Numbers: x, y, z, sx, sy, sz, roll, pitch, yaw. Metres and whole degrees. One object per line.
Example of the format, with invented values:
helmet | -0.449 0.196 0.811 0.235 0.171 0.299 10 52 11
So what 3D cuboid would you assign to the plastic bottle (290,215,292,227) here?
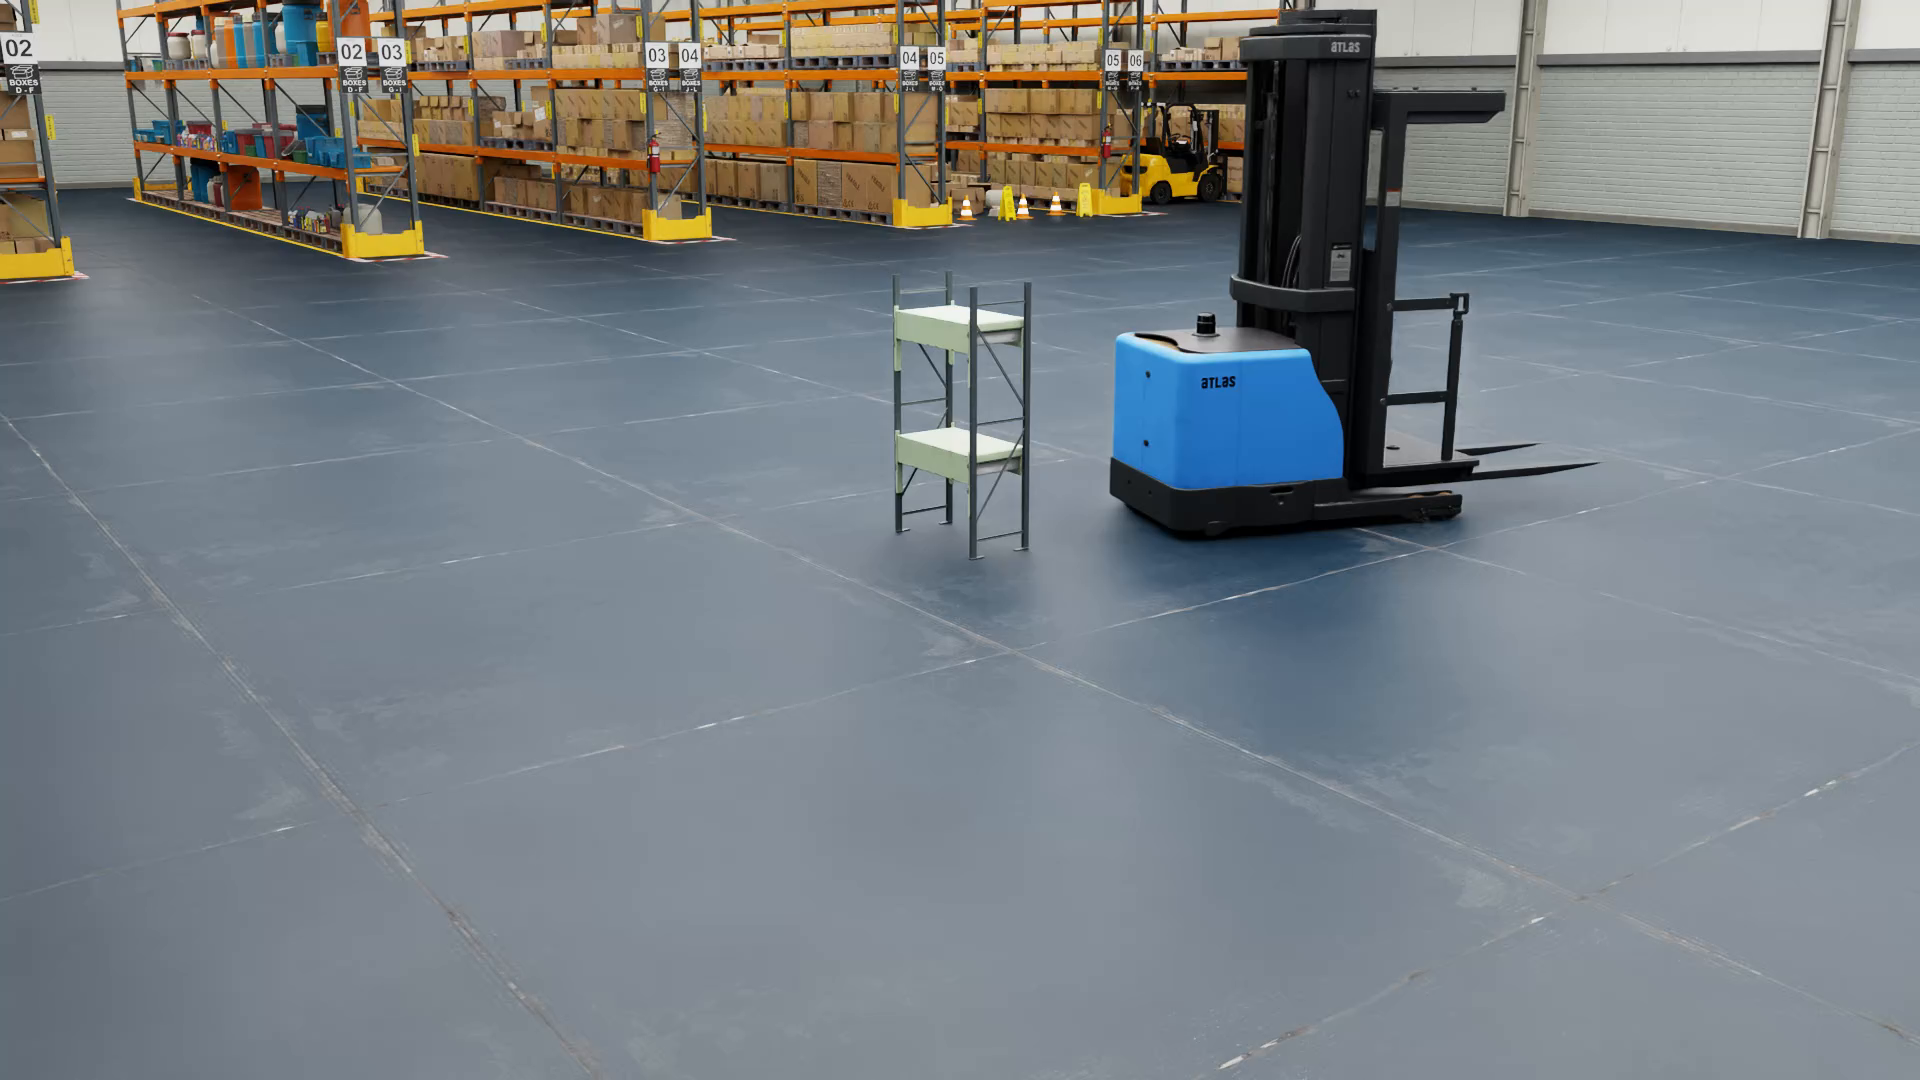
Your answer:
plastic bottle | -11.245 -5.384 28.034 0.097 0.201 0.097 0 15 0

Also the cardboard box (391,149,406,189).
cardboard box | -12.687 -8.680 38.837 0.875 0.875 0.875 -11 19 -35

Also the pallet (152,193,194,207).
pallet | -17.026 -7.455 36.413 1.003 0.211 1.213 -11 19 -35

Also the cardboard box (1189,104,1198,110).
cardboard box | 5.472 -9.931 38.198 0.380 0.149 0.250 -11 19 -35

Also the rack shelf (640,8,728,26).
rack shelf | -6.587 -11.832 37.879 1.077 0.370 4.000 -11 19 -35

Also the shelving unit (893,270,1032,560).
shelving unit | 0.004 -0.722 9.373 0.431 1.500 0.755 -11 19 -35

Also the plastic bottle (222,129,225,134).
plastic bottle | -15.036 -8.219 34.015 0.144 0.351 0.185 -11 19 -35

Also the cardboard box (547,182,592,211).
cardboard box | -7.474 -6.589 31.871 0.700 0.500 0.500 -13 20 -39

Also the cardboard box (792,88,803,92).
cardboard box | -4.257 -11.555 42.798 0.380 0.149 0.250 -11 19 -36

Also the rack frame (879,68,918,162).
rack frame | -1.467 -9.841 39.849 1.000 3.000 0.127 -11 19 -35

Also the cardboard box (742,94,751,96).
cardboard box | -5.500 -11.715 44.613 0.500 0.500 0.500 -11 19 -35

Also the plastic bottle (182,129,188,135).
plastic bottle | -15.872 -8.230 34.057 0.144 0.351 0.185 -11 19 -35

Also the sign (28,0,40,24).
sign | -12.342 -7.049 22.160 0.100 0.325 0.005 -11 19 -35

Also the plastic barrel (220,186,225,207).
plastic barrel | -14.195 -6.745 32.455 0.421 0.512 0.421 0 15 0

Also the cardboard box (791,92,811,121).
cardboard box | -2.870 -8.706 33.372 0.875 0.550 0.550 -11 19 -35

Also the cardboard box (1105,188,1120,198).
cardboard box | 2.986 -7.224 34.701 0.500 0.250 0.500 -11 19 -35

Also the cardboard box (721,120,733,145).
cardboard box | -4.768 -8.745 35.657 0.500 0.500 0.500 -11 19 -35

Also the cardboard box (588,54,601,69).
cardboard box | -6.158 -8.356 29.025 0.500 0.250 0.500 -11 19 -35

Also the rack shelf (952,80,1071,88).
rack shelf | 1.370 -12.139 43.926 1.077 0.370 4.000 -11 19 -35

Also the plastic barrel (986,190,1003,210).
plastic barrel | 0.798 -7.096 34.700 0.512 0.421 0.421 1 15 4

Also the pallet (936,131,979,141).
pallet | -0.270 -9.332 38.353 1.003 0.211 1.213 -11 19 -35

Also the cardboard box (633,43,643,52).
cardboard box | -5.195 -8.172 27.598 0.380 0.149 0.250 -11 19 -35

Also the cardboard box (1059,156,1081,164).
cardboard box | 2.285 -7.882 34.456 0.380 0.149 0.250 -10 18 -33

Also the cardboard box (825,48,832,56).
cardboard box | -2.370 -9.371 31.941 0.380 0.149 0.250 -11 19 -34

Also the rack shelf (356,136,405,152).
rack shelf | -13.011 -9.237 39.005 1.077 0.370 4.000 -11 19 -35

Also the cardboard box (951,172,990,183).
cardboard box | 0.149 -8.186 37.986 0.950 0.372 0.625 -10 18 -31

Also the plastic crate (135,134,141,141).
plastic crate | -18.192 -8.959 37.011 0.250 0.136 0.298 -11 19 -35

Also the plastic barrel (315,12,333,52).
plastic barrel | -9.558 -7.789 25.519 0.600 0.588 0.600 0 15 0

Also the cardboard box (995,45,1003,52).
cardboard box | 0.983 -10.528 35.643 0.380 0.149 0.250 -10 18 -33

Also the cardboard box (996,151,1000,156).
cardboard box | 1.191 -10.336 44.368 0.380 0.149 0.250 -11 19 -34

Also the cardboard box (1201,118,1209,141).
cardboard box | 5.845 -9.343 37.842 0.500 0.500 0.500 -11 19 -34

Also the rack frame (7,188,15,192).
rack frame | -15.146 -5.912 25.493 1.000 3.000 0.127 -11 19 -35

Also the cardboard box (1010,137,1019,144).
cardboard box | 1.299 -8.592 35.763 0.380 0.149 0.250 -10 18 -33

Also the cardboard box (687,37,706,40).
cardboard box | -5.911 -11.203 37.503 0.396 0.266 0.258 -11 19 -35

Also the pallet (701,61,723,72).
pallet | -4.990 -10.277 36.119 1.213 0.211 1.003 -10 18 -32

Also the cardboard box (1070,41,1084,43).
cardboard box | 3.152 -12.073 41.148 0.700 0.500 0.500 -11 19 -36

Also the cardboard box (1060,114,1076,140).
cardboard box | 2.404 -8.505 34.215 0.500 0.500 0.500 -11 19 -34

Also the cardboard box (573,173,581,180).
cardboard box | -9.633 -9.258 42.325 0.380 0.149 0.250 -11 19 -34

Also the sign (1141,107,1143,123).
sign | 3.676 -8.634 33.801 0.100 0.325 0.005 -11 19 -35

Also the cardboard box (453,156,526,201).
cardboard box | -9.872 -7.631 35.004 1.225 0.875 0.875 -12 19 -37

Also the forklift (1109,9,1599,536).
forklift | 2.506 -1.646 10.038 3.031 2.935 1.130 -5 16 -18

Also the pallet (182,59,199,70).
pallet | -14.632 -9.350 32.730 1.003 0.211 1.213 -11 19 -35

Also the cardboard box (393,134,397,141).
cardboard box | -12.732 -9.214 38.036 0.380 0.149 0.250 -10 18 -34

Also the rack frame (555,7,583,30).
rack frame | -10.115 -13.653 42.412 1.000 3.000 0.127 -11 19 -35

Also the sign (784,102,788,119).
sign | -3.493 -8.631 33.384 0.100 0.325 0.005 -11 19 -35

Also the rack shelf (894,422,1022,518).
rack shelf | 0.004 -0.408 9.459 0.431 0.370 0.720 -11 19 -35

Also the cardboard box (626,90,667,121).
cardboard box | -5.302 -7.347 28.092 0.500 0.500 0.500 -11 19 -35

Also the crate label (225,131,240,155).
crate label | -13.124 -7.297 30.486 0.502 0.435 0.616 -11 19 -35

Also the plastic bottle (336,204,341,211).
plastic bottle | -10.525 -5.521 28.252 0.144 0.351 0.185 -11 19 -36

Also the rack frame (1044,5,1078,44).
rack frame | 2.546 -13.506 41.875 1.000 3.000 0.127 -11 19 -35

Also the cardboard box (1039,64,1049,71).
cardboard box | 1.862 -9.812 34.537 0.380 0.149 0.250 -11 19 -35

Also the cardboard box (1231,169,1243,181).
cardboard box | 6.425 -8.185 37.266 0.500 0.250 0.500 -11 19 -35

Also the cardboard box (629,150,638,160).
cardboard box | -5.449 -6.601 28.487 0.380 0.149 0.250 -11 19 -35

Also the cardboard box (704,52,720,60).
cardboard box | -5.344 -10.531 36.180 0.380 0.149 0.250 -12 19 -37

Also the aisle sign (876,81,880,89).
aisle sign | -2.435 -13.543 48.452 0.394 0.787 0.004 -11 19 -35

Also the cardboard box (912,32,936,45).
cardboard box | -0.784 -9.254 30.759 0.500 0.250 0.500 -11 19 -35
